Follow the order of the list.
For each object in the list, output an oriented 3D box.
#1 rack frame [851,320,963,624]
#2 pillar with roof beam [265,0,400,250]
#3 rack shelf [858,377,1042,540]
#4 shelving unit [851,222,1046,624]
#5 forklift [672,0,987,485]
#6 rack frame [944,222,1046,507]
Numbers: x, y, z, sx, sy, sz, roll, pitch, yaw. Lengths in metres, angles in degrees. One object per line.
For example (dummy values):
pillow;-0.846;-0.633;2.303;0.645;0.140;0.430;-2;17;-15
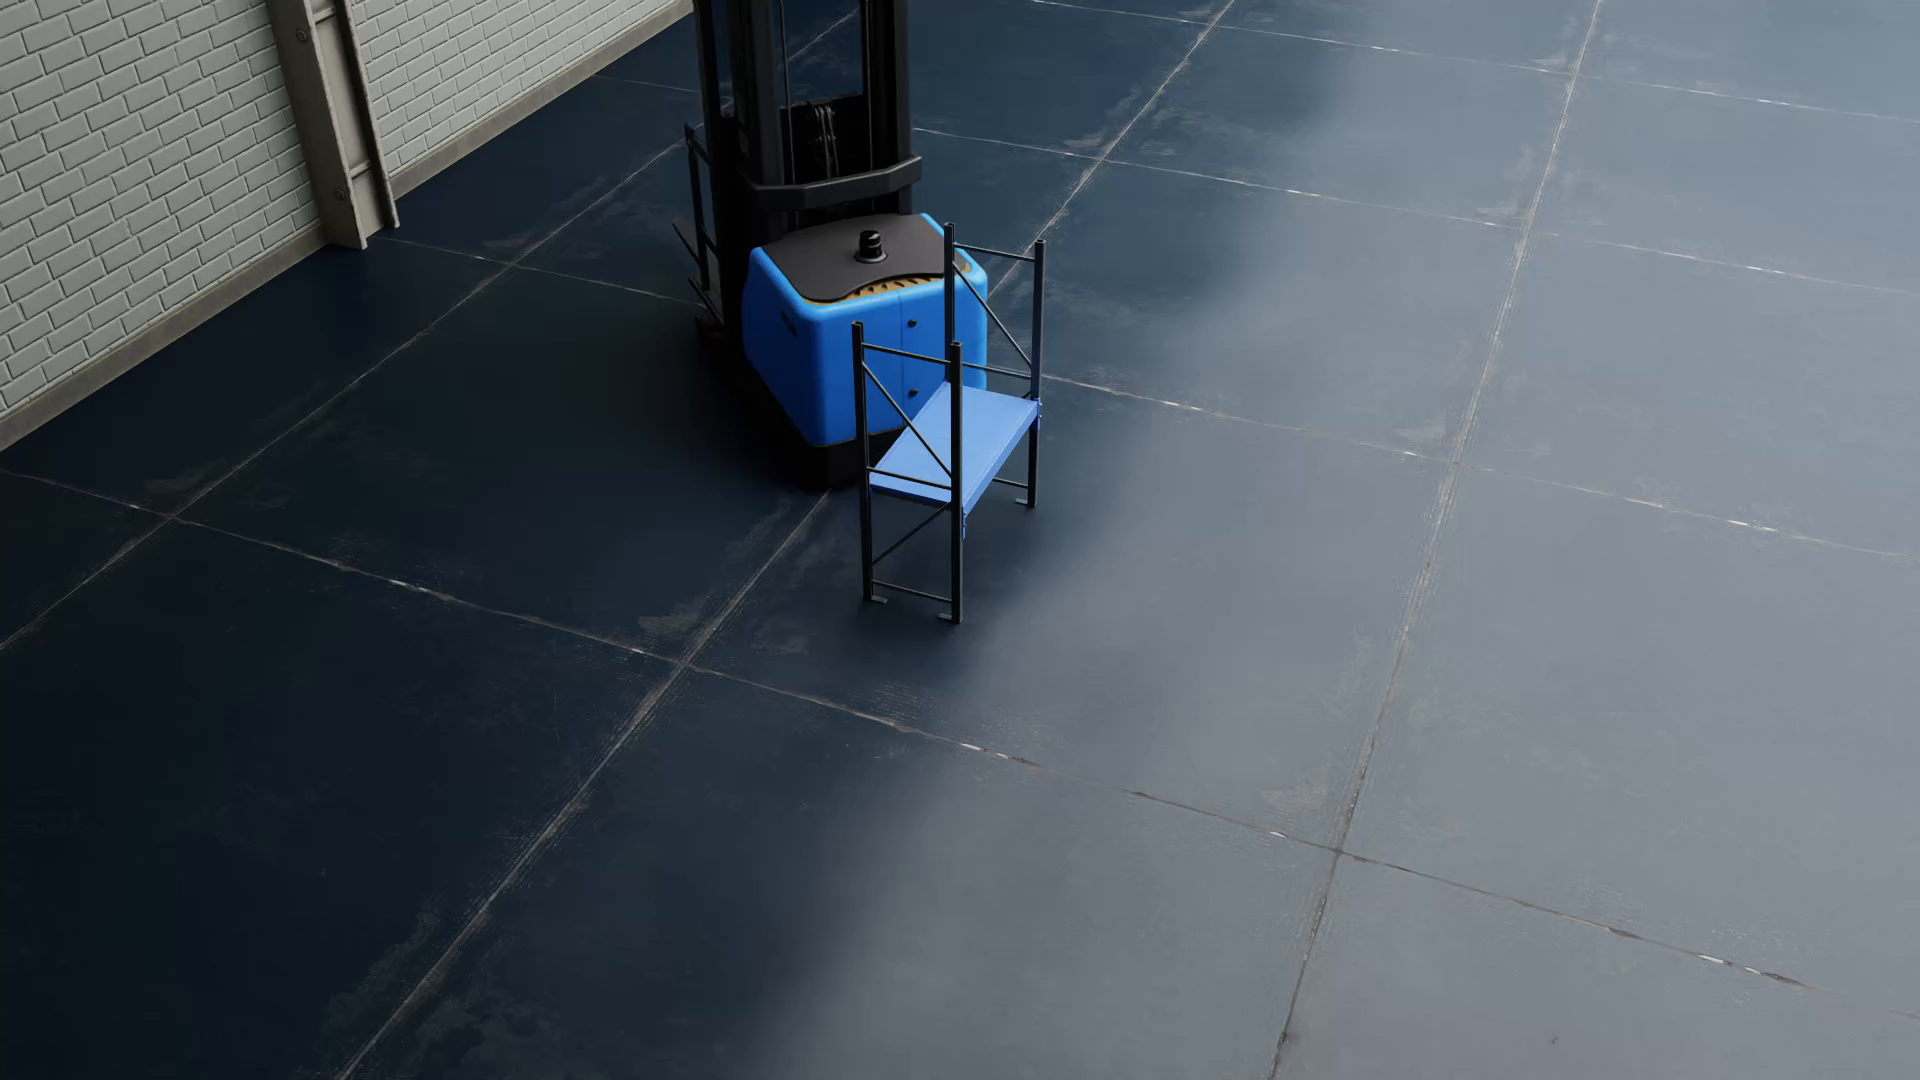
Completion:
rack frame;-0.226;-0.272;7.463;0.500;1.500;0.032;14;39;18
pillar with roof beam;-0.001;-4.670;7.083;9.100;9.000;0.400;14;39;18
rack shelf;-0.032;-0.409;7.947;0.538;0.185;1.000;14;39;18
shelving unit;-0.032;-0.554;7.839;0.538;1.500;1.048;14;39;18
forklift;-0.922;-2.335;9.027;1.130;2.935;3.031;-15;39;-20
rack frame;0.161;-0.835;8.216;0.500;1.500;0.032;14;39;18
